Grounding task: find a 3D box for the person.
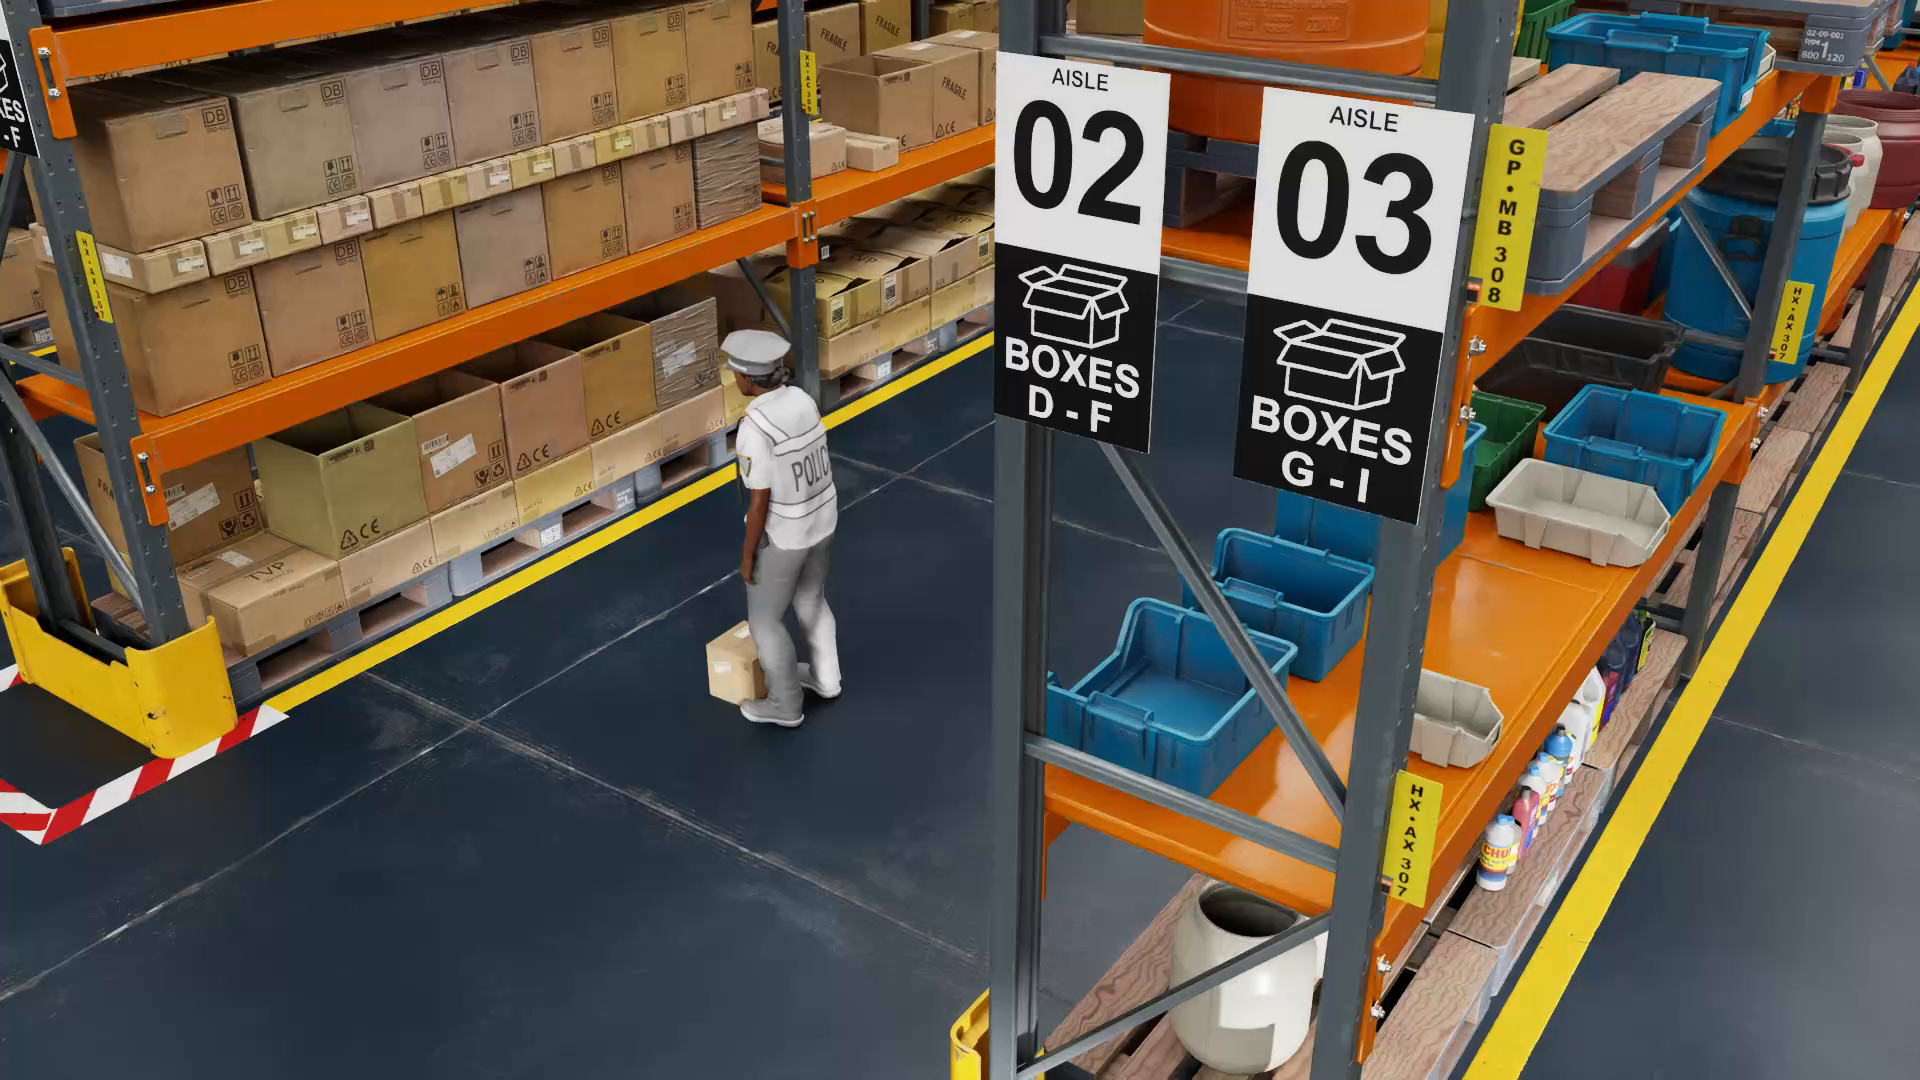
[{"bbox_3d":[-0.702,-0.032,6.681,0.397,1.658,0.527,15,31,27],"label":"person"}]
